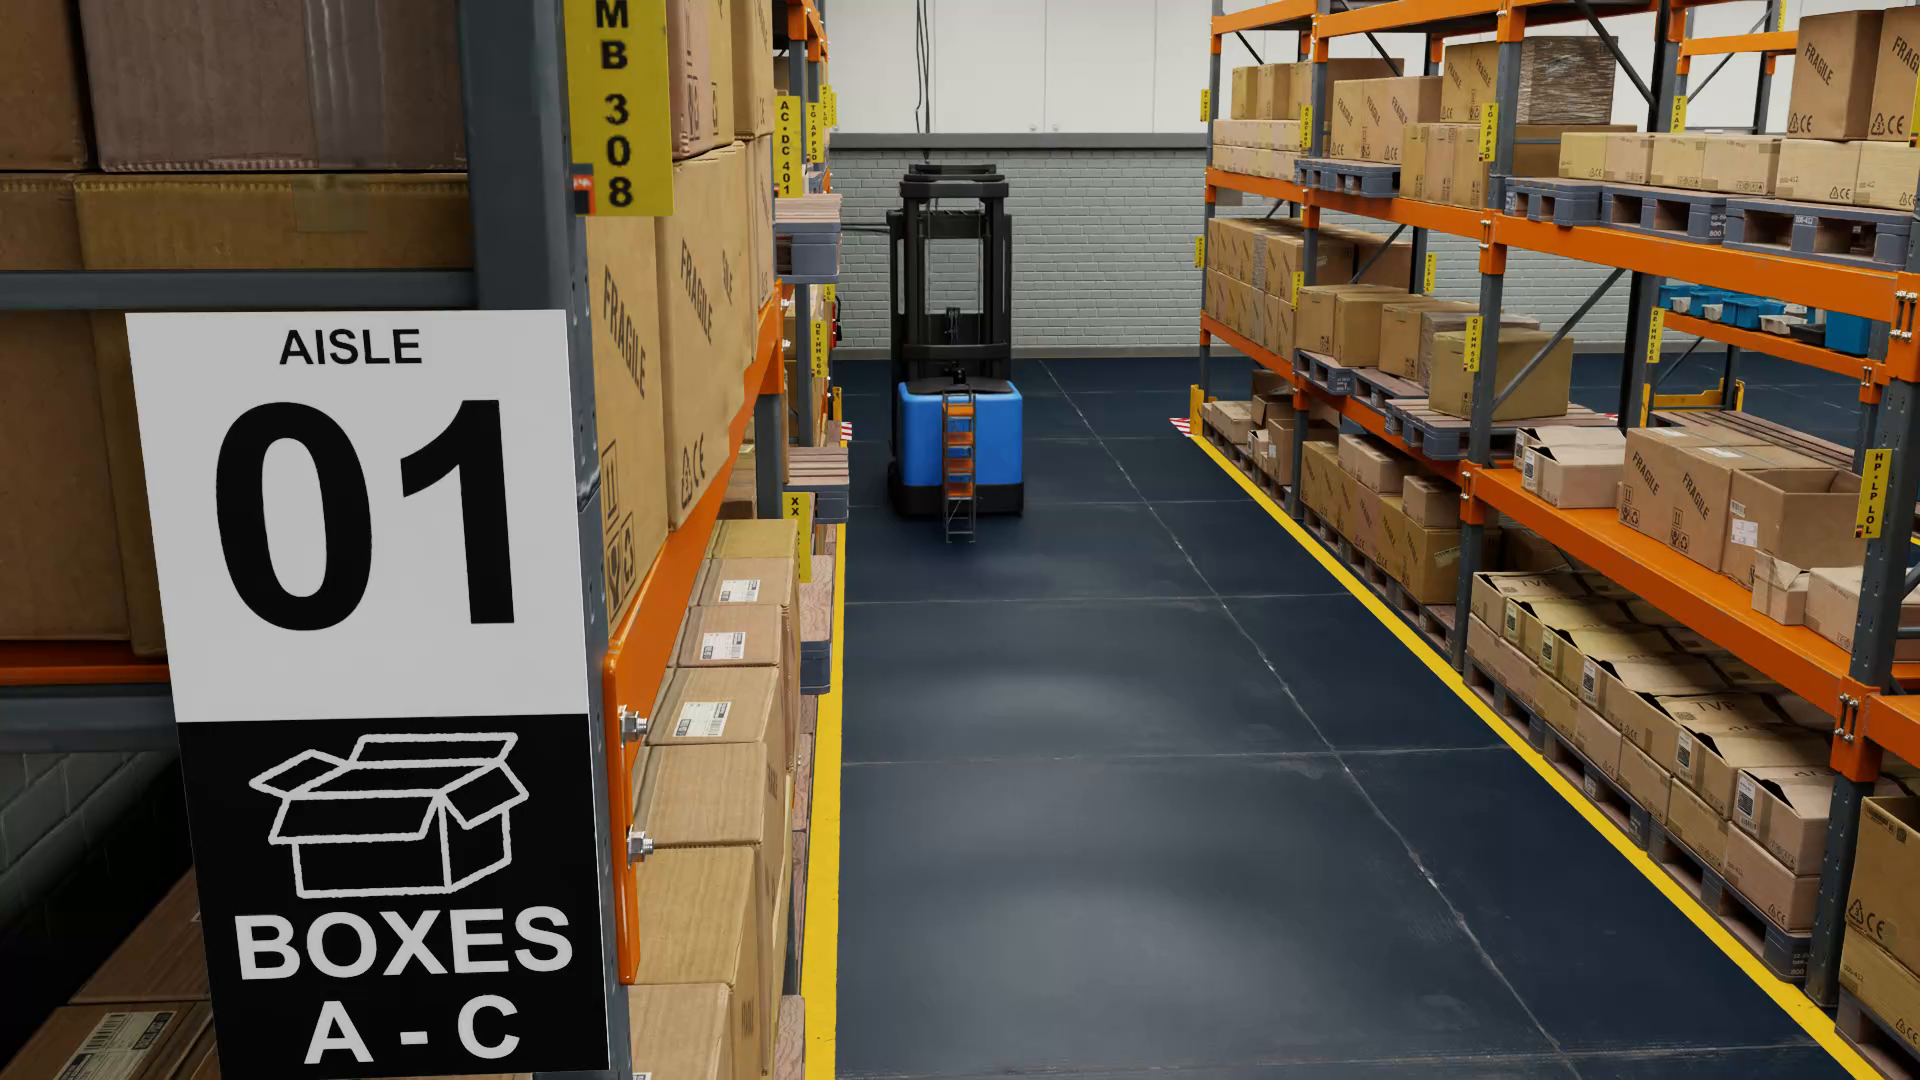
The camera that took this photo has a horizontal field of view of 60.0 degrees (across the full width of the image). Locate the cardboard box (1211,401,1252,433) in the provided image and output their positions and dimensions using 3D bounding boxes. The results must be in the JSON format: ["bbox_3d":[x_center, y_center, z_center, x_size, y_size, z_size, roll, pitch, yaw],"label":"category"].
[{"bbox_3d":[2.869,-1.256,17.024,0.500,0.250,0.500,-1,14,-3],"label":"cardboard box"}]

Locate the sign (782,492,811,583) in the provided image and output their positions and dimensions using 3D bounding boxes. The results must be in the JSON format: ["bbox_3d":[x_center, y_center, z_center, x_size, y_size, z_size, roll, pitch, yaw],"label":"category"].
[{"bbox_3d":[-0.571,-0.006,5.794,0.100,0.325,0.005,-1,14,-3],"label":"sign"}]

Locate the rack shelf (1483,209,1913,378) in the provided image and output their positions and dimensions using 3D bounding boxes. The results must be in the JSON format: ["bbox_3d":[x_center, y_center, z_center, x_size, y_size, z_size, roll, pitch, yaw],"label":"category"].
[{"bbox_3d":[3.708,-1.256,7.812,1.077,0.370,4.000,-1,14,-3],"label":"rack shelf"}]

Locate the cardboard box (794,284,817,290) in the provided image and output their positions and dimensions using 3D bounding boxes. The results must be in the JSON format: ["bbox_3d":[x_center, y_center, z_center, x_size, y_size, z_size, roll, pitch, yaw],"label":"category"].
[{"bbox_3d":[-1.238,-1.639,11.533,0.500,0.250,0.500,-1,14,-5],"label":"cardboard box"}]

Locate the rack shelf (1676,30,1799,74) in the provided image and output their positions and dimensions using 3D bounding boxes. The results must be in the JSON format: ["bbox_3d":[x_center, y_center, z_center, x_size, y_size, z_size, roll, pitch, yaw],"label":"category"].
[{"bbox_3d":[8.156,-4.580,15.514,1.077,0.370,4.000,-1,14,-3],"label":"rack shelf"}]

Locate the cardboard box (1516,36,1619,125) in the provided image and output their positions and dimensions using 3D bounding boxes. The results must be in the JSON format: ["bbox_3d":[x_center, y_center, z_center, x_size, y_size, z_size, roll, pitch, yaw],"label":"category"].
[{"bbox_3d":[3.563,-2.743,9.940,0.500,0.500,0.500,-1,14,-3],"label":"cardboard box"}]

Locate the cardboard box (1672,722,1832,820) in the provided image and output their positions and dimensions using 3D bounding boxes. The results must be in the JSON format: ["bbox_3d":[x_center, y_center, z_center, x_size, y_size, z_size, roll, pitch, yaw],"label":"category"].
[{"bbox_3d":[3.482,0.977,7.260,0.500,0.311,0.500,0,14,-2],"label":"cardboard box"}]

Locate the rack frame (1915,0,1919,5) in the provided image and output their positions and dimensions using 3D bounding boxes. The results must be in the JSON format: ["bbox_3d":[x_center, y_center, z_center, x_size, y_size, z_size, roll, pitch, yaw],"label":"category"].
[{"bbox_3d":[8.280,-4.625,13.441,1.000,3.000,0.127,-1,14,-3],"label":"rack frame"}]

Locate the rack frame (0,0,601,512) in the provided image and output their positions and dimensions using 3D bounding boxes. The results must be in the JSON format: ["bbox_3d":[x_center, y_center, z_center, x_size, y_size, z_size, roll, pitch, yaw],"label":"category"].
[{"bbox_3d":[-0.865,-1.487,1.248,1.000,3.000,0.127,-1,14,-3],"label":"rack frame"}]

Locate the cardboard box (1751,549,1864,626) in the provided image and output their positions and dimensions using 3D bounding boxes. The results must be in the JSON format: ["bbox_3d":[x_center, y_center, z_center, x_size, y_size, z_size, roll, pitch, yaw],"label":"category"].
[{"bbox_3d":[3.594,0.195,7.018,0.396,0.266,0.258,-1,14,-5],"label":"cardboard box"}]

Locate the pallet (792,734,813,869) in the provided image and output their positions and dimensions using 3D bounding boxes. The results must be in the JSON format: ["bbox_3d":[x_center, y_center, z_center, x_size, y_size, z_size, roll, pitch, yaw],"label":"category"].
[{"bbox_3d":[-1.241,1.276,8.144,1.003,0.211,1.213,-1,14,-3],"label":"pallet"}]

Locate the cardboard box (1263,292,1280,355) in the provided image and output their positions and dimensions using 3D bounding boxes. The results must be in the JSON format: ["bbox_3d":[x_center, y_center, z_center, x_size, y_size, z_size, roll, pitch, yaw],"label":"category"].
[{"bbox_3d":[3.015,-1.941,14.849,0.500,0.500,0.500,0,14,-2],"label":"cardboard box"}]

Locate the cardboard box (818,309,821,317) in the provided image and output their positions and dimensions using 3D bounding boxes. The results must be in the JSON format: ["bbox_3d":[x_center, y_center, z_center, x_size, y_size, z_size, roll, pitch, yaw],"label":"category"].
[{"bbox_3d":[-1.264,-1.406,12.133,0.500,0.500,0.500,-1,14,-3],"label":"cardboard box"}]

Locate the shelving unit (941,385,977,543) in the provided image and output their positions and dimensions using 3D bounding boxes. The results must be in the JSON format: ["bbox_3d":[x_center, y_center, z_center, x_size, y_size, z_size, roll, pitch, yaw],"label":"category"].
[{"bbox_3d":[-0.010,-0.622,13.537,0.258,1.200,0.503,-1,14,-3],"label":"shelving unit"}]

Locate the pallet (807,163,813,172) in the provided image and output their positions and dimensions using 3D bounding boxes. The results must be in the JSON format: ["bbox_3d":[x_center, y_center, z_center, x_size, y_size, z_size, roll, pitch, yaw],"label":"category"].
[{"bbox_3d":[-1.502,-2.699,12.361,0.805,0.209,1.217,-1,15,-6],"label":"pallet"}]

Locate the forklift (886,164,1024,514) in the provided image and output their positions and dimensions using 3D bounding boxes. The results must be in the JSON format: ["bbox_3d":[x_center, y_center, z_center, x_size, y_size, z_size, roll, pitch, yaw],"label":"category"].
[{"bbox_3d":[-0.104,-1.957,15.249,1.130,2.935,3.031,-1,14,-5],"label":"forklift"}]

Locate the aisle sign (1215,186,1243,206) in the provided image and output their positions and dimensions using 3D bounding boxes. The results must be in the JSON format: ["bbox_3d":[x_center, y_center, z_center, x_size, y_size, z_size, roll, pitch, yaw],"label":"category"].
[{"bbox_3d":[2.791,-3.910,17.486,0.394,0.787,0.004,-1,14,-3],"label":"aisle sign"}]

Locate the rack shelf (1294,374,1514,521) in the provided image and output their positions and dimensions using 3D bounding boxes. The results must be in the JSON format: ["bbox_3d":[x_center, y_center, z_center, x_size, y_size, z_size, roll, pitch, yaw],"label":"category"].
[{"bbox_3d":[3.460,-0.798,12.052,1.077,0.370,4.000,-1,14,-3],"label":"rack shelf"}]

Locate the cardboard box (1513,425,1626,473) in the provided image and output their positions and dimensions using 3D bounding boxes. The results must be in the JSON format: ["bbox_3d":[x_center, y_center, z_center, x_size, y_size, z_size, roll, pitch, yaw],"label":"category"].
[{"bbox_3d":[3.563,-0.515,9.686,0.500,0.311,0.500,0,14,0],"label":"cardboard box"}]

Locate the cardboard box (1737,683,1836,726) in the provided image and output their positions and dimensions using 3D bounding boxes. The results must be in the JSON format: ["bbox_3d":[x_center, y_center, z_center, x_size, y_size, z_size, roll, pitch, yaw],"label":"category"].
[{"bbox_3d":[3.995,0.843,7.782,0.500,0.311,0.500,-1,14,-5],"label":"cardboard box"}]

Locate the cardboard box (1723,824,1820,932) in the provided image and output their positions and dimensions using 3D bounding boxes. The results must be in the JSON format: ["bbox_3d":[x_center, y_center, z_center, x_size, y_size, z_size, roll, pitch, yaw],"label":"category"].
[{"bbox_3d":[3.516,1.375,6.836,0.500,0.250,0.500,-1,14,-4],"label":"cardboard box"}]

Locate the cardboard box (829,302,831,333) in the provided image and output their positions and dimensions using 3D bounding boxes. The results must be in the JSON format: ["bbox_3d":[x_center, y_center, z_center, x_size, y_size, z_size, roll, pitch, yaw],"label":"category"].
[{"bbox_3d":[-1.758,-2.399,16.229,0.980,0.700,0.700,-1,14,-4],"label":"cardboard box"}]

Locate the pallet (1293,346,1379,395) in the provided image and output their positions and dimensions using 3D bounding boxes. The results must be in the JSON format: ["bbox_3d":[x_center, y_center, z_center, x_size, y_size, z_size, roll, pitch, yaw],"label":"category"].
[{"bbox_3d":[3.276,-1.350,13.140,1.003,0.211,1.213,-1,14,-3],"label":"pallet"}]

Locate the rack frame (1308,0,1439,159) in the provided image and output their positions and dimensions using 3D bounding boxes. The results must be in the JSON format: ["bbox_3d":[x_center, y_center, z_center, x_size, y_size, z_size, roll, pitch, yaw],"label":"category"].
[{"bbox_3d":[3.336,-4.549,13.148,1.000,3.000,0.127,-1,14,-3],"label":"rack frame"}]

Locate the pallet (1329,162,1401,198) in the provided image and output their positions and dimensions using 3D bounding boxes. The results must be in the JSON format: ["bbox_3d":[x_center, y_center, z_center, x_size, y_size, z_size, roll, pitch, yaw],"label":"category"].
[{"bbox_3d":[3.373,-2.584,11.908,1.213,0.211,1.003,-1,14,-3],"label":"pallet"}]

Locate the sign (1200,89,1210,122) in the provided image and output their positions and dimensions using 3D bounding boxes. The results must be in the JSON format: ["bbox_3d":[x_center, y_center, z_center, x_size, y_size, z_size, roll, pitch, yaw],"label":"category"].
[{"bbox_3d":[2.546,-4.506,17.246,0.100,0.325,0.005,-1,14,-3],"label":"sign"}]

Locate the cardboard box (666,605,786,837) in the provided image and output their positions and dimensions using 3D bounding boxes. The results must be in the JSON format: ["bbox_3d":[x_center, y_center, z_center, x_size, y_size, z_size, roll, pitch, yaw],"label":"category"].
[{"bbox_3d":[-0.717,0.485,4.377,0.500,0.500,0.500,-1,14,-5],"label":"cardboard box"}]

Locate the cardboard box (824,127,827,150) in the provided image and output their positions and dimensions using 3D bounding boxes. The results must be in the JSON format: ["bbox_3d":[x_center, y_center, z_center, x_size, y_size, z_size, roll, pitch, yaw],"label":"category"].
[{"bbox_3d":[-1.405,-3.501,14.352,0.500,0.250,0.500,-1,14,-5],"label":"cardboard box"}]

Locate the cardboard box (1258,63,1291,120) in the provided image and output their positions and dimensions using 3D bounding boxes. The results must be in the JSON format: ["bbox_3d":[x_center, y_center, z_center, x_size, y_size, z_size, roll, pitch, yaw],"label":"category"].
[{"bbox_3d":[3.158,-4.122,15.301,0.700,0.500,0.500,-1,14,-3],"label":"cardboard box"}]

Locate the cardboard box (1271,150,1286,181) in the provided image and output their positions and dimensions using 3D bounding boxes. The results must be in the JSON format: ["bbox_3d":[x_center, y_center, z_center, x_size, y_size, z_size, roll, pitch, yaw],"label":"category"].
[{"bbox_3d":[3.020,-3.265,14.478,0.500,0.250,0.500,-1,14,-3],"label":"cardboard box"}]

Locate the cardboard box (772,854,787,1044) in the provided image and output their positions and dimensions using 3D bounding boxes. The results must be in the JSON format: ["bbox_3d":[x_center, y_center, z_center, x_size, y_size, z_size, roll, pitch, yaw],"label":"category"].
[{"bbox_3d":[-0.679,0.973,3.985,0.500,0.250,0.500,-1,14,-3],"label":"cardboard box"}]

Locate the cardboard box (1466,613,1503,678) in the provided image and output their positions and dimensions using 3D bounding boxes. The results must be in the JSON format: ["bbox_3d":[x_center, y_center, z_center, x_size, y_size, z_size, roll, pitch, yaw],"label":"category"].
[{"bbox_3d":[3.323,0.614,9.795,0.500,0.250,0.500,-1,14,-4],"label":"cardboard box"}]

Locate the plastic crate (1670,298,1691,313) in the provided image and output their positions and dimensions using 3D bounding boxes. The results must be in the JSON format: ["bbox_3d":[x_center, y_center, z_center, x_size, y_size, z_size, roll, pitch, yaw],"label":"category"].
[{"bbox_3d":[7.656,-2.468,17.507,0.250,0.136,0.298,-1,14,-3],"label":"plastic crate"}]

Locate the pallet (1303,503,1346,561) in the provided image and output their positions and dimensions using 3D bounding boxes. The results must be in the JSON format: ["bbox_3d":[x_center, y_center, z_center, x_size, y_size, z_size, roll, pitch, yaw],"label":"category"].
[{"bbox_3d":[3.424,-0.092,13.459,1.003,0.211,1.213,-1,14,-3],"label":"pallet"}]

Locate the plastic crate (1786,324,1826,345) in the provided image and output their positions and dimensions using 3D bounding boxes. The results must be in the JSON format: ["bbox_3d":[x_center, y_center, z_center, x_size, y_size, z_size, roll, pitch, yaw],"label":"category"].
[{"bbox_3d":[7.942,-1.889,15.282,0.437,0.125,0.590,-1,14,-3],"label":"plastic crate"}]

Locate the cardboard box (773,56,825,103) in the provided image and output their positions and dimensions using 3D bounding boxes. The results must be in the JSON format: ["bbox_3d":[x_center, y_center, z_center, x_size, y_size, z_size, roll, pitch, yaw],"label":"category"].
[{"bbox_3d":[-1.372,-3.743,13.787,0.500,0.500,0.500,-1,14,-4],"label":"cardboard box"}]

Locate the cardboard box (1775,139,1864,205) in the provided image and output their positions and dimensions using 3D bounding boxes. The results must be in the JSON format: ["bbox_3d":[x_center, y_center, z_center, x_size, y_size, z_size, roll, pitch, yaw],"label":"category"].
[{"bbox_3d":[3.766,-1.528,6.882,0.500,0.250,0.500,-2,15,-9],"label":"cardboard box"}]

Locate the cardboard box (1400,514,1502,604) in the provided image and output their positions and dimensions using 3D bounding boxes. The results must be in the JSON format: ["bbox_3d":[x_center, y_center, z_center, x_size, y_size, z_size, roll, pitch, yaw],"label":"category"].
[{"bbox_3d":[3.291,0.120,11.176,0.500,0.500,0.500,0,14,-1],"label":"cardboard box"}]

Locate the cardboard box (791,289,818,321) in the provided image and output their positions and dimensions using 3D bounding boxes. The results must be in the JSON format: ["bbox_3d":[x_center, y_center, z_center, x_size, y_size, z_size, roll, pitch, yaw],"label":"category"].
[{"bbox_3d":[-1.200,-1.512,11.039,0.500,0.250,0.500,-1,14,-3],"label":"cardboard box"}]

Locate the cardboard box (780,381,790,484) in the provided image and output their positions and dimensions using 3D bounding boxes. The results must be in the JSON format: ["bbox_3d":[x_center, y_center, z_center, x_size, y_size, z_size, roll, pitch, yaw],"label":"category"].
[{"bbox_3d":[-1.260,-0.578,8.669,0.700,0.500,0.500,-2,15,-9],"label":"cardboard box"}]

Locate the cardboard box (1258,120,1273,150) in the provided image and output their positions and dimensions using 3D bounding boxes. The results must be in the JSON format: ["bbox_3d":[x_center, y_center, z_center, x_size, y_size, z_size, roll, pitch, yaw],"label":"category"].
[{"bbox_3d":[2.978,-3.631,14.899,0.500,0.250,0.500,-1,14,-3],"label":"cardboard box"}]

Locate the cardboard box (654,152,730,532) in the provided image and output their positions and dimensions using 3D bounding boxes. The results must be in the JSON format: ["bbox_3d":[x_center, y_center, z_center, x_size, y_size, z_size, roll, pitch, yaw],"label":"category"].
[{"bbox_3d":[-0.634,-0.314,2.466,0.500,0.500,0.500,0,14,0],"label":"cardboard box"}]

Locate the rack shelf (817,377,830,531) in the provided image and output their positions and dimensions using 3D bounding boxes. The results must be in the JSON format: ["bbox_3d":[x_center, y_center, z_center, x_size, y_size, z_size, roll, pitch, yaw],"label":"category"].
[{"bbox_3d":[-1.484,-0.721,11.751,1.077,0.370,4.000,-1,14,-3],"label":"rack shelf"}]

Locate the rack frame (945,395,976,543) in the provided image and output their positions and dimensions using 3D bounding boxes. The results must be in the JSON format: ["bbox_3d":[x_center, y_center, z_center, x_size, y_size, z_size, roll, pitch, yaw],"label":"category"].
[{"bbox_3d":[0.005,-0.562,13.301,0.240,1.200,0.015,-1,14,-3],"label":"rack frame"}]

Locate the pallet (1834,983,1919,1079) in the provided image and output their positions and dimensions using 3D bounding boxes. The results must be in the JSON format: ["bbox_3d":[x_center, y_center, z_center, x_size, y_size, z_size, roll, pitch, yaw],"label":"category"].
[{"bbox_3d":[3.839,1.895,5.739,1.003,0.211,1.213,-1,14,-3],"label":"pallet"}]

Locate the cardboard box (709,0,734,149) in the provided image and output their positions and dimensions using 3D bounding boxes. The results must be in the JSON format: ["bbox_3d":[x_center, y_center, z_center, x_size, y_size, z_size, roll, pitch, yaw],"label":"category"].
[{"bbox_3d":[-0.670,-0.929,2.852,0.500,0.500,0.500,0,14,-2],"label":"cardboard box"}]

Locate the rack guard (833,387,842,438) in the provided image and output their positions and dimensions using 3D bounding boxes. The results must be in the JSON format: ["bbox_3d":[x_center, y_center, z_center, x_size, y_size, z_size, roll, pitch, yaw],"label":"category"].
[{"bbox_3d":[-1.857,-1.357,17.796,1.175,0.500,0.348,-1,14,-3],"label":"rack guard"}]

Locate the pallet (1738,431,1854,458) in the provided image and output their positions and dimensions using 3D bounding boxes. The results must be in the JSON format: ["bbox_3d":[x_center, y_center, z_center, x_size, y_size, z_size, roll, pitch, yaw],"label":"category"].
[{"bbox_3d":[8.117,-0.855,16.427,1.003,0.211,1.213,-1,14,-3],"label":"pallet"}]

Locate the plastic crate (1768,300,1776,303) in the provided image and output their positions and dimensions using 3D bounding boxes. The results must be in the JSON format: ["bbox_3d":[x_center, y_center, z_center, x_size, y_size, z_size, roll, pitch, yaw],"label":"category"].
[{"bbox_3d":[8.263,-2.415,17.303,0.396,0.136,0.243,-1,14,-3],"label":"plastic crate"}]

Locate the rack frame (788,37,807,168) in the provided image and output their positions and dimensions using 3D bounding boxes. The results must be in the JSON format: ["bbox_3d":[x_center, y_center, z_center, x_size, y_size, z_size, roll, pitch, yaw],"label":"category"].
[{"bbox_3d":[-1.360,-3.477,8.981,1.000,3.000,0.127,-1,14,-3],"label":"rack frame"}]

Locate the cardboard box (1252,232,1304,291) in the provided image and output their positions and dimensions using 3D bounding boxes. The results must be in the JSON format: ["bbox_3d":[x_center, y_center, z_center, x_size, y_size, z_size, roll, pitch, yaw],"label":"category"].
[{"bbox_3d":[2.981,-2.551,15.214,0.500,0.500,0.500,-1,14,-3],"label":"cardboard box"}]

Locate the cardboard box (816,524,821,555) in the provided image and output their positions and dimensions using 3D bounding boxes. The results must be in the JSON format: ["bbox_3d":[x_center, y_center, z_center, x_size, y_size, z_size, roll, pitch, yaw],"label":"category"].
[{"bbox_3d":[-1.275,0.081,10.662,0.750,0.750,0.750,-1,14,-4],"label":"cardboard box"}]

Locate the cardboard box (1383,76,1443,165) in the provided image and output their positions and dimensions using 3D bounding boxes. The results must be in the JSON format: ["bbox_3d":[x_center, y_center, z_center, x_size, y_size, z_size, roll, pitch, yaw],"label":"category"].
[{"bbox_3d":[3.379,-2.939,11.664,0.600,0.600,0.600,-1,15,-6],"label":"cardboard box"}]

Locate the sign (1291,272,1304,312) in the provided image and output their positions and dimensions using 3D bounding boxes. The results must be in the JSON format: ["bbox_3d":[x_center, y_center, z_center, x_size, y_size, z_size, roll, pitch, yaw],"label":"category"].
[{"bbox_3d":[2.795,-2.053,13.747,0.100,0.325,0.005,-1,14,-3],"label":"sign"}]

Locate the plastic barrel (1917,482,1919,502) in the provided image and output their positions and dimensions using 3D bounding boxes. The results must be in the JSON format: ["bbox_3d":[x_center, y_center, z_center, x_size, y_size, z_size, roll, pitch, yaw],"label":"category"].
[{"bbox_3d":[8.297,-0.771,13.871,0.600,0.901,0.708,-1,14,-3],"label":"plastic barrel"}]

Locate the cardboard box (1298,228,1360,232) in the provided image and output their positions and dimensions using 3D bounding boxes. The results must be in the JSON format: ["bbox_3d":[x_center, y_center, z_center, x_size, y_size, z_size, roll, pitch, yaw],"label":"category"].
[{"bbox_3d":[3.491,-2.683,15.725,0.500,0.500,0.500,0,14,-2],"label":"cardboard box"}]

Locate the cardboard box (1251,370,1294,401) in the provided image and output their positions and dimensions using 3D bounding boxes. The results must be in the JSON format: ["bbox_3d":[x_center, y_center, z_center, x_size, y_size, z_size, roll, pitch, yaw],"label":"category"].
[{"bbox_3d":[3.367,-1.510,17.508,0.500,0.500,0.500,-1,14,-3],"label":"cardboard box"}]
